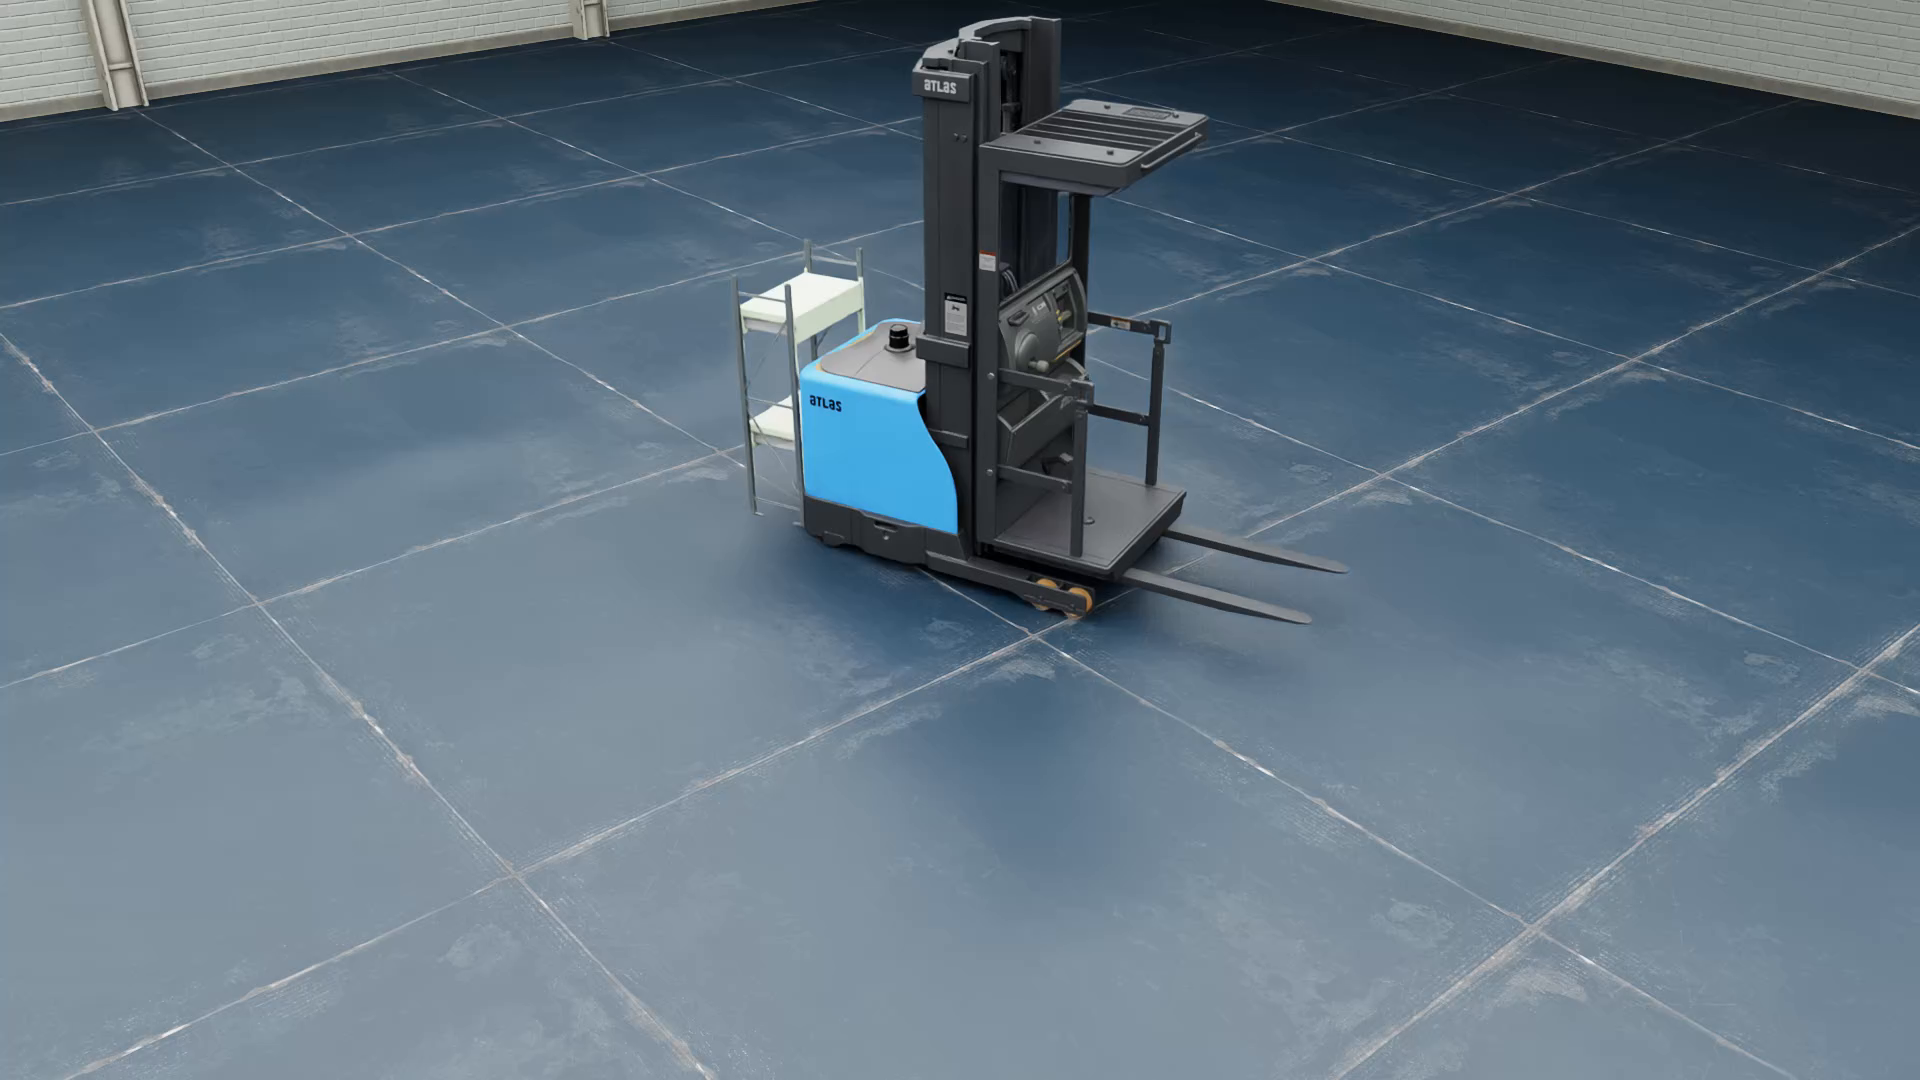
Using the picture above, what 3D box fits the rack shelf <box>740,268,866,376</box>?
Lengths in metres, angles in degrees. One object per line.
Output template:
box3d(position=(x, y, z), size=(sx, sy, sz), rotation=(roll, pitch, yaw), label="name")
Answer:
box3d(position=(-0.926, -1.284, 9.723), size=(0.431, 0.370, 0.720), rotation=(14, 31, 26), label="rack shelf")

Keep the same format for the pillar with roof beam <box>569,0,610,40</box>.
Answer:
box3d(position=(-2.196, -9.246, 17.503), size=(0.400, 9.000, 9.100), rotation=(-22, 35, -35), label="pillar with roof beam")

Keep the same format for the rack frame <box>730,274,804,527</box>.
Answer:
box3d(position=(-1.100, -0.788, 9.623), size=(0.400, 1.500, 0.023), rotation=(14, 31, 26), label="rack frame")

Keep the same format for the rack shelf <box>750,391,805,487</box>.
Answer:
box3d(position=(-0.914, -0.649, 10.054), size=(0.431, 0.370, 0.720), rotation=(14, 31, 26), label="rack shelf")

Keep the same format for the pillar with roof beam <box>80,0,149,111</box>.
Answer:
box3d(position=(-6.760, -7.410, 14.068), size=(0.400, 9.000, 9.100), rotation=(-22, 35, -35), label="pillar with roof beam")

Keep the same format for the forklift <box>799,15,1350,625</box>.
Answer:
box3d(position=(0.626, -1.155, 8.801), size=(3.031, 2.935, 1.130), rotation=(15, 31, 26), label="forklift")

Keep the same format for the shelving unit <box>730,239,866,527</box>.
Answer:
box3d(position=(-0.919, -0.938, 9.903), size=(0.431, 1.500, 0.755), rotation=(14, 31, 26), label="shelving unit")

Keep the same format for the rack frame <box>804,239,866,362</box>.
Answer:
box3d(position=(-0.739, -1.088, 10.184), size=(0.400, 1.500, 0.023), rotation=(14, 31, 26), label="rack frame")
